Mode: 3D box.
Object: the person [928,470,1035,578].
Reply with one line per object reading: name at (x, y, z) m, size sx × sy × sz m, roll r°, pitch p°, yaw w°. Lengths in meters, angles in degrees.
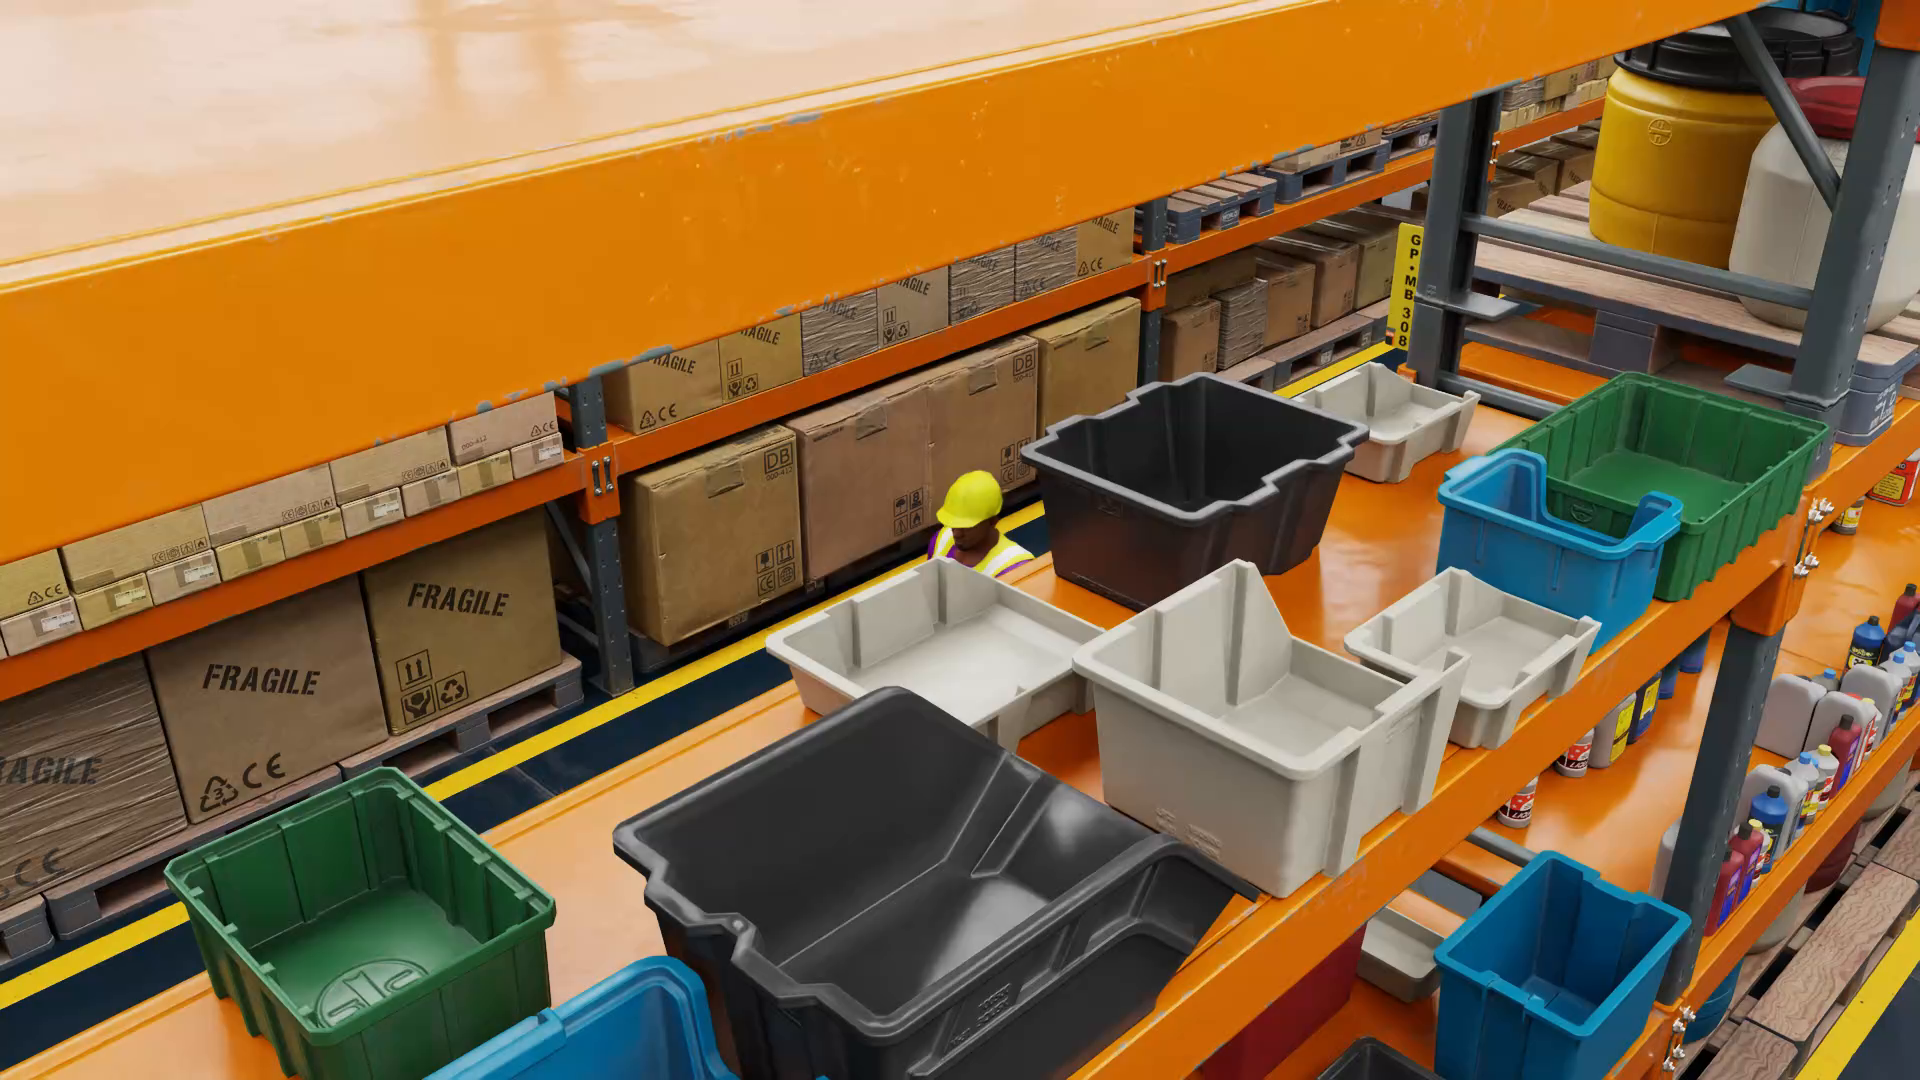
person at (0.048, 0.532, 6.579) m, size 0.361 × 1.763 × 0.565 m, roll -24°, pitch 36°, yaw -38°
